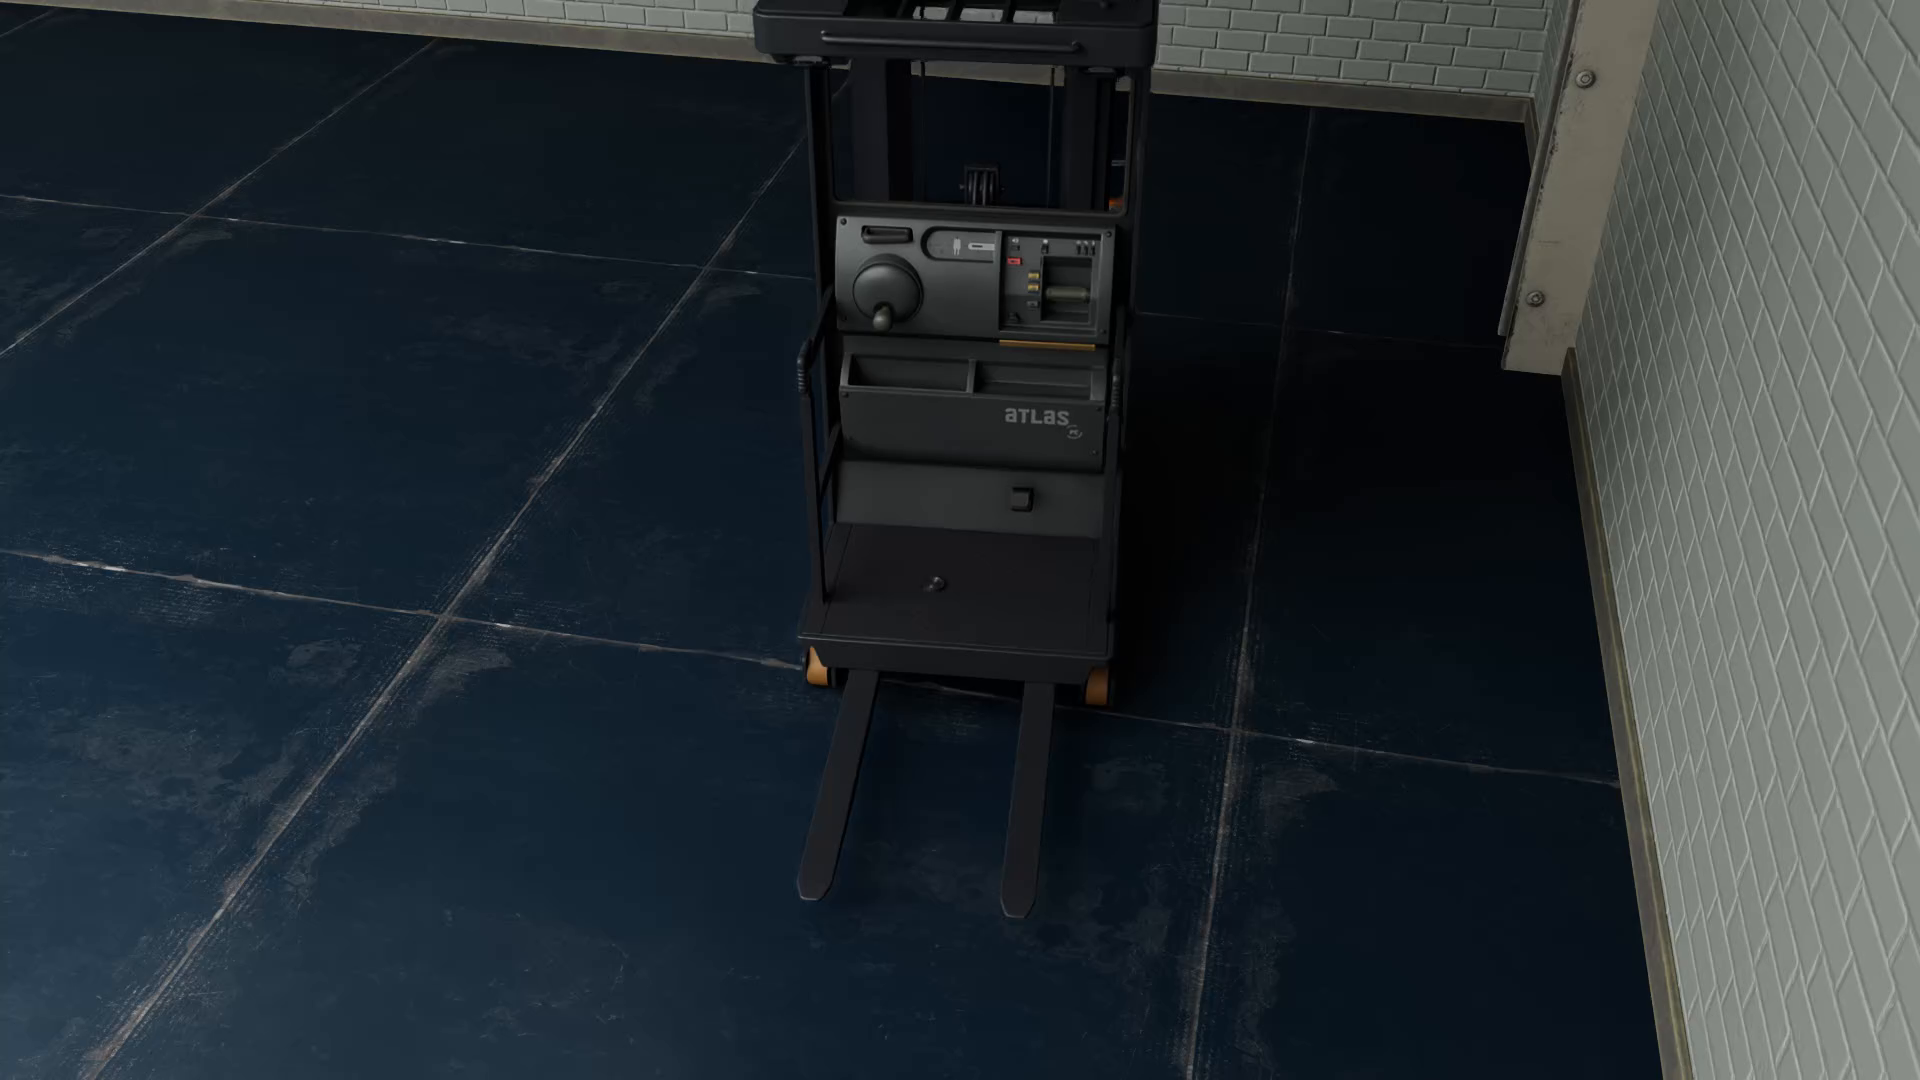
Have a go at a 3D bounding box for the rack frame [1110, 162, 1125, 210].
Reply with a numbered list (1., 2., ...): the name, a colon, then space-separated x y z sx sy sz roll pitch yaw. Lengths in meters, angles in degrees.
1. rack frame: 0.585 -1.108 7.208 0.240 1.200 0.006 6 18 8

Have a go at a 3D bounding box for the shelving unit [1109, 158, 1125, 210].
1. shelving unit: 0.600 -1.135 7.294 0.258 1.200 0.189 6 18 8

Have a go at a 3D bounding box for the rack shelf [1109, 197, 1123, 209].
1. rack shelf: 0.618 -1.435 7.199 0.258 0.103 0.180 6 18 8

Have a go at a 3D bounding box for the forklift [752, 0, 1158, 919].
1. forklift: 0.026 -0.809 5.368 1.130 2.935 3.031 4 36 5

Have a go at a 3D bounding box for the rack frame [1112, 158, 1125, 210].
1. rack frame: 0.616 -1.161 7.381 0.240 1.200 0.006 6 18 8

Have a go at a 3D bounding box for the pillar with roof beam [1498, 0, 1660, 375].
1. pillar with roof beam: -1.452 -5.086 6.099 9.100 9.000 0.400 7 37 10
